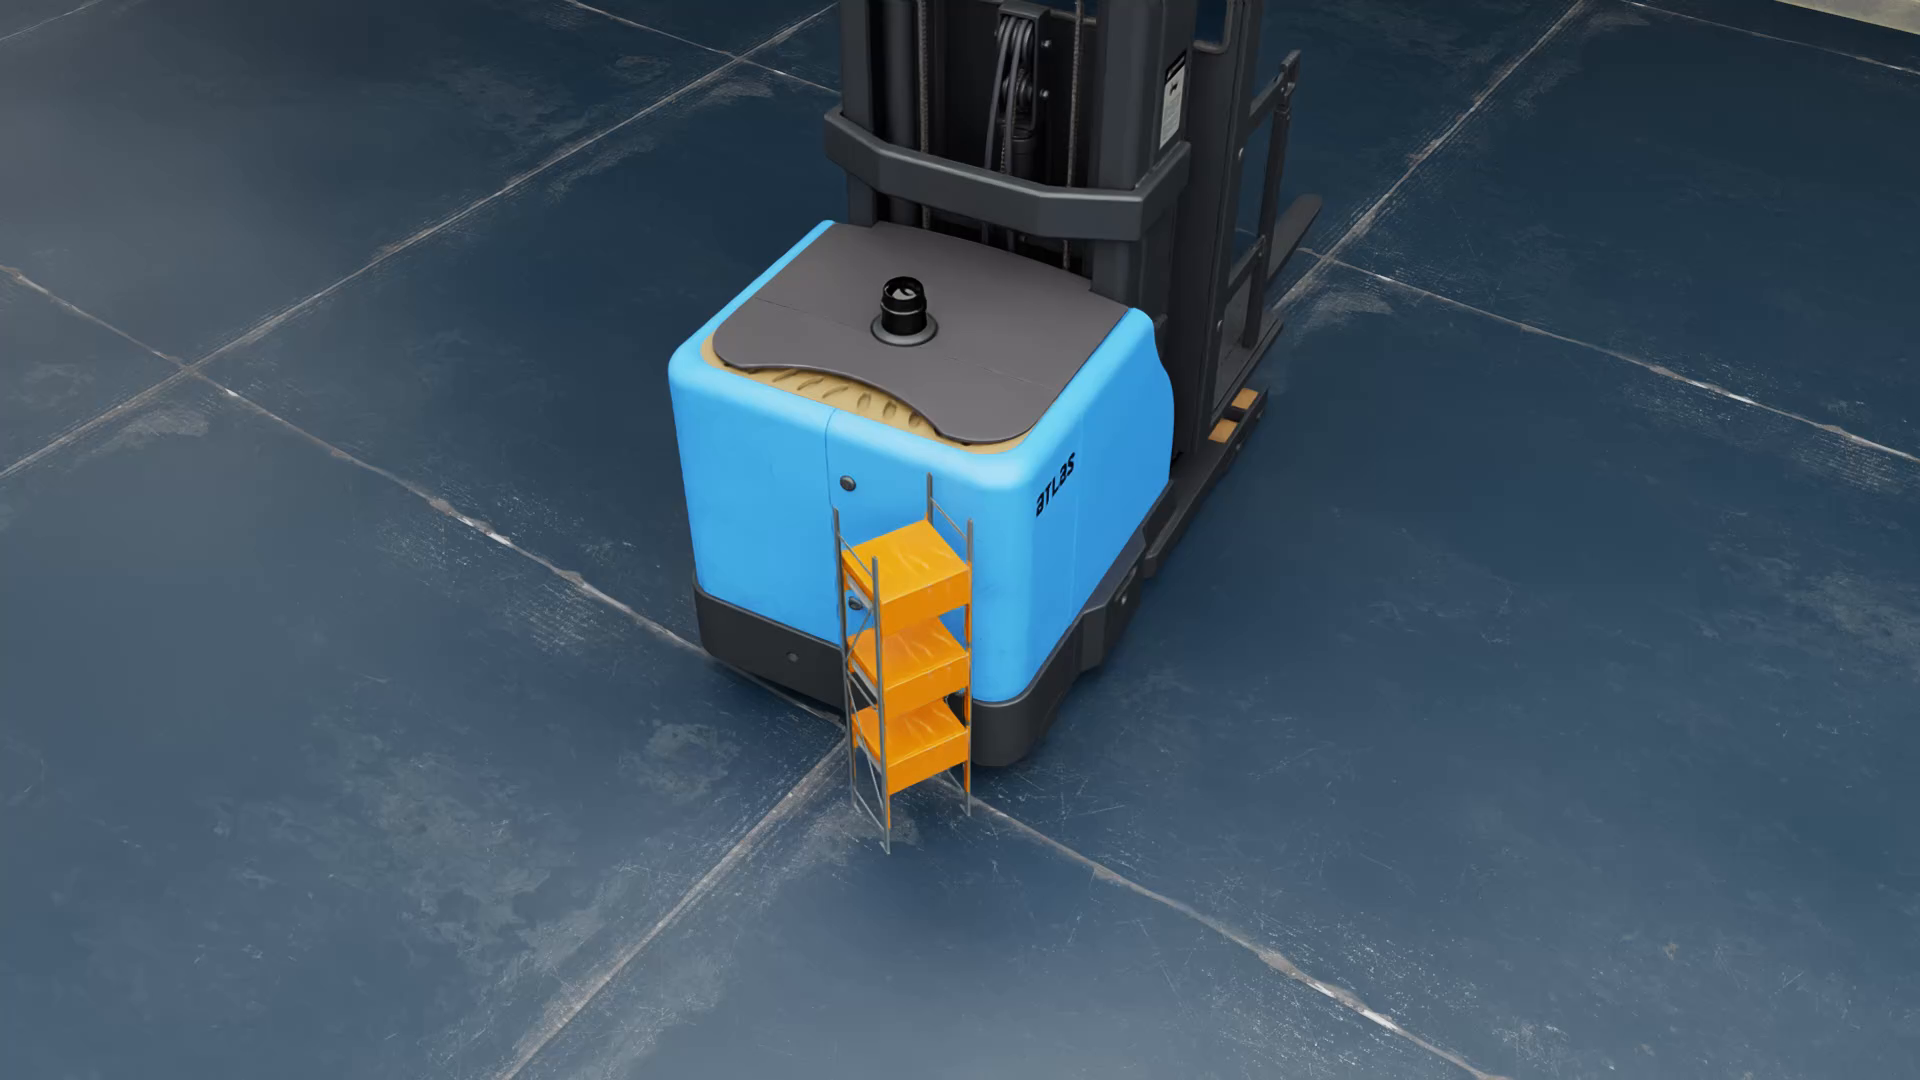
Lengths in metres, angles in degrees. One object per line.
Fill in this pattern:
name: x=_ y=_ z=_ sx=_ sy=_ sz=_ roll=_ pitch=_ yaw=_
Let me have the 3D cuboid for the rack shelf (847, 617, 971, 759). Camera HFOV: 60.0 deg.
rack shelf: x=-0.130 y=0.340 z=4.098 sx=0.240 sy=0.259 sz=0.215 roll=-22 pitch=47 yaw=-22

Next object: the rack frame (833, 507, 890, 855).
rack frame: x=-0.235 y=0.373 z=4.044 sx=0.008 sy=1.050 sz=0.200 roll=-22 pitch=47 yaw=-22

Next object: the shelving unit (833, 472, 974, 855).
shelving unit: x=-0.130 y=0.332 z=4.091 sx=0.252 sy=1.050 sz=0.215 roll=-22 pitch=47 yaw=-22

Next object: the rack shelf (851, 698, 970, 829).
rack shelf: x=-0.131 y=0.546 z=4.284 sx=0.240 sy=0.259 sz=0.215 roll=-22 pitch=47 yaw=-22

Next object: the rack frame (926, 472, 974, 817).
rack frame: x=-0.026 y=0.290 z=4.137 sx=0.008 sy=1.050 sz=0.200 roll=-22 pitch=47 yaw=-22

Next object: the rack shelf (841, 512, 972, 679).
rack shelf: x=-0.129 y=0.129 z=3.907 sx=0.240 sy=0.259 sz=0.215 roll=-22 pitch=47 yaw=-22

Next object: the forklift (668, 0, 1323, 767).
forklift: x=0.386 y=-1.459 z=4.683 sx=1.130 sy=2.935 sz=3.031 roll=20 pitch=45 yaw=21
